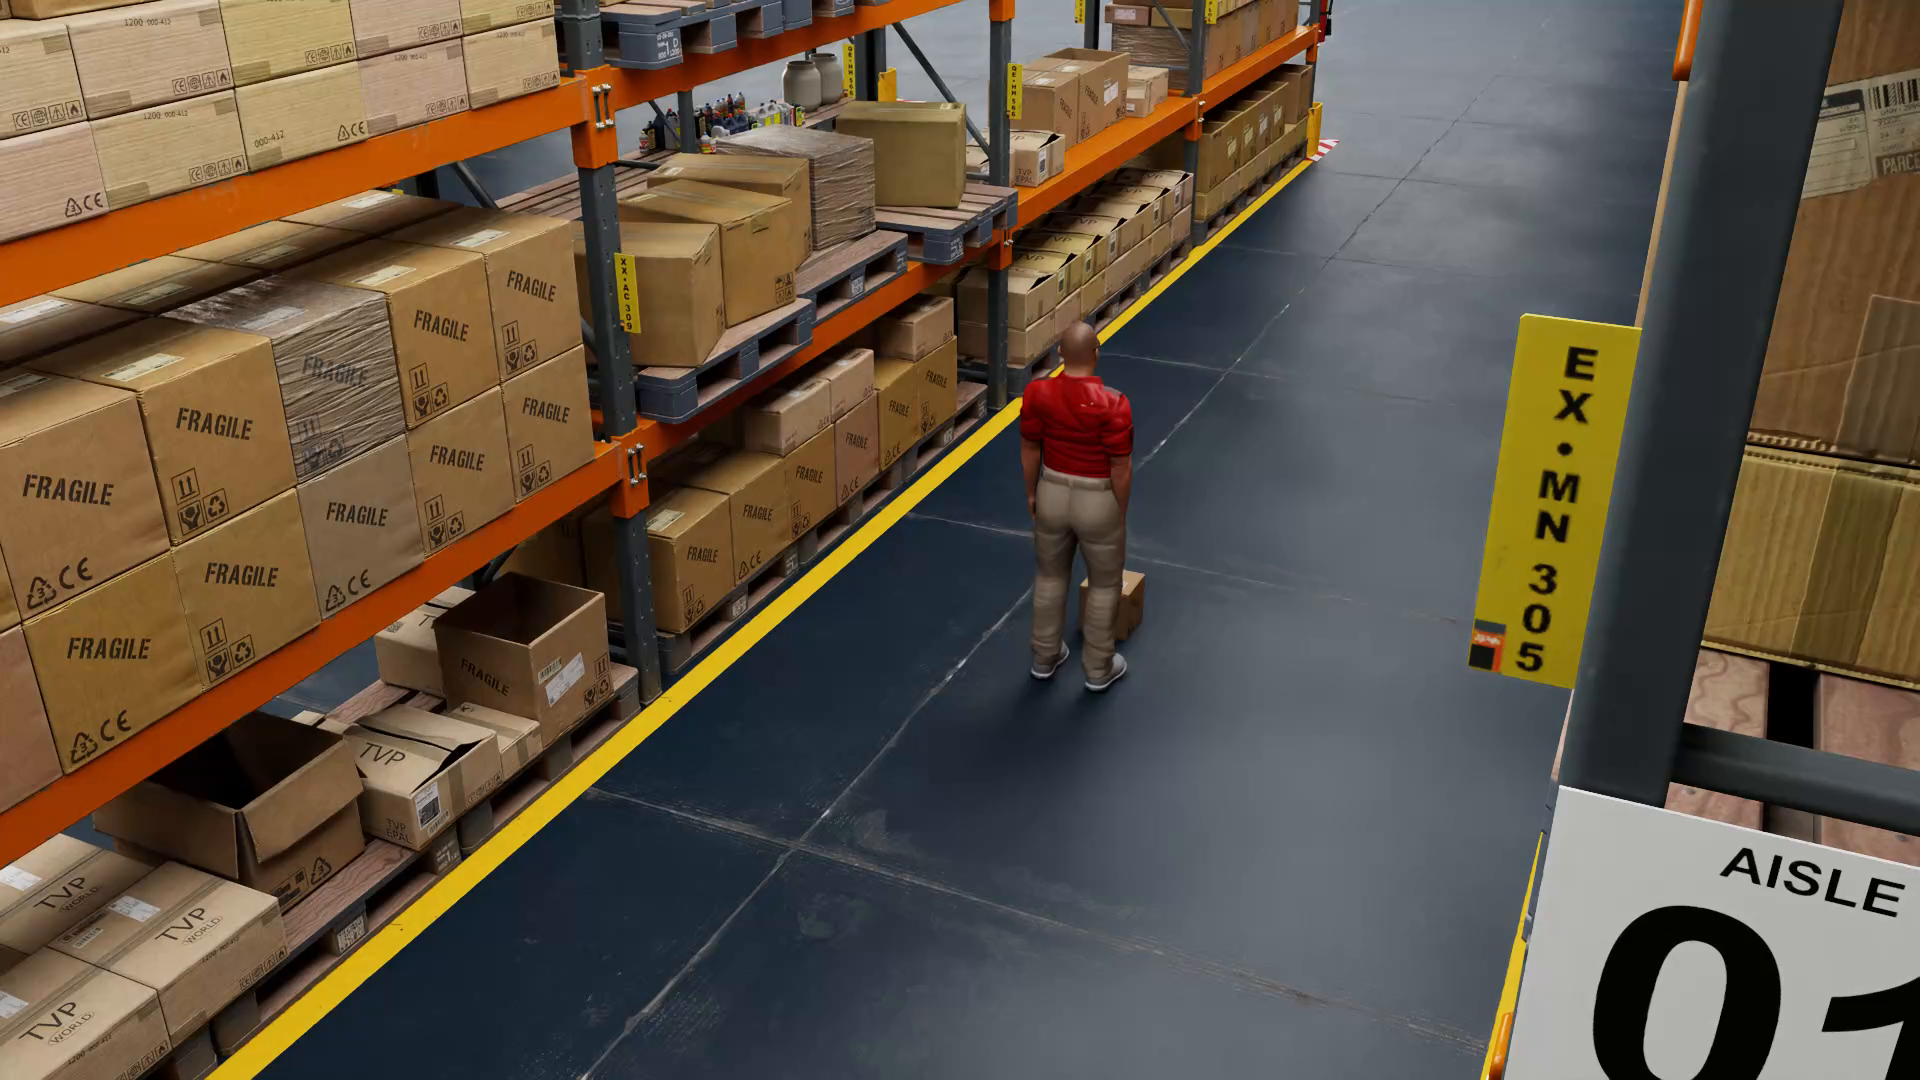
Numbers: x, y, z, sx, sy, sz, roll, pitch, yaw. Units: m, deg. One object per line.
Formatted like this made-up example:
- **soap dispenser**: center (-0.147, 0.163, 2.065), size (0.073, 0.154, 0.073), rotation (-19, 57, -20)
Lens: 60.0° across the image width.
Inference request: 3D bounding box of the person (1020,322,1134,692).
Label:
- **person**: center (0.532, -0.162, 7.473), size (0.526, 1.723, 0.361), rotation (12, 28, 23)
